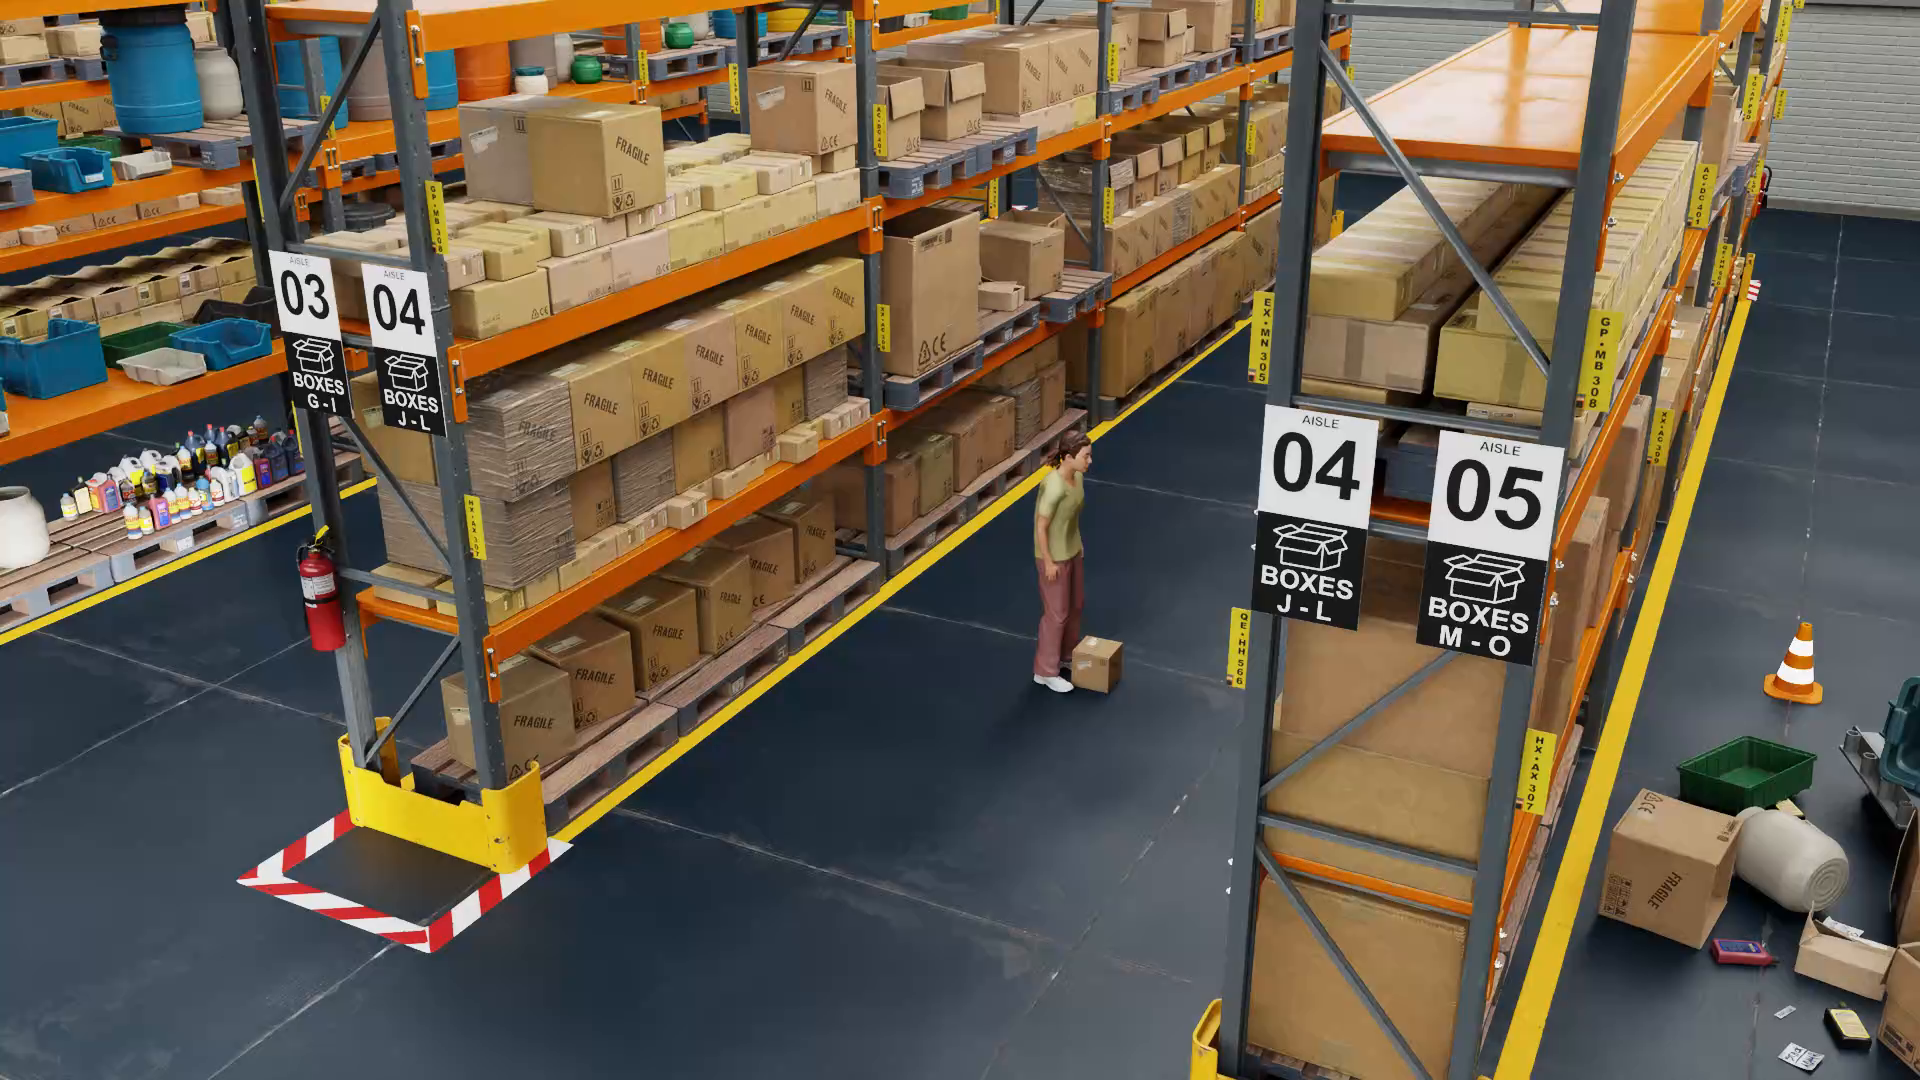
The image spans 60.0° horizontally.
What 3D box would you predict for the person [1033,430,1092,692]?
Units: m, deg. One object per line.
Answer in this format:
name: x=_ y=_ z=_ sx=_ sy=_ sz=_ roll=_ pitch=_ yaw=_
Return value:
person: x=0.654 y=0.102 z=10.491 sx=0.358 sy=1.673 sz=0.499 roll=11 pitch=25 yaw=25
